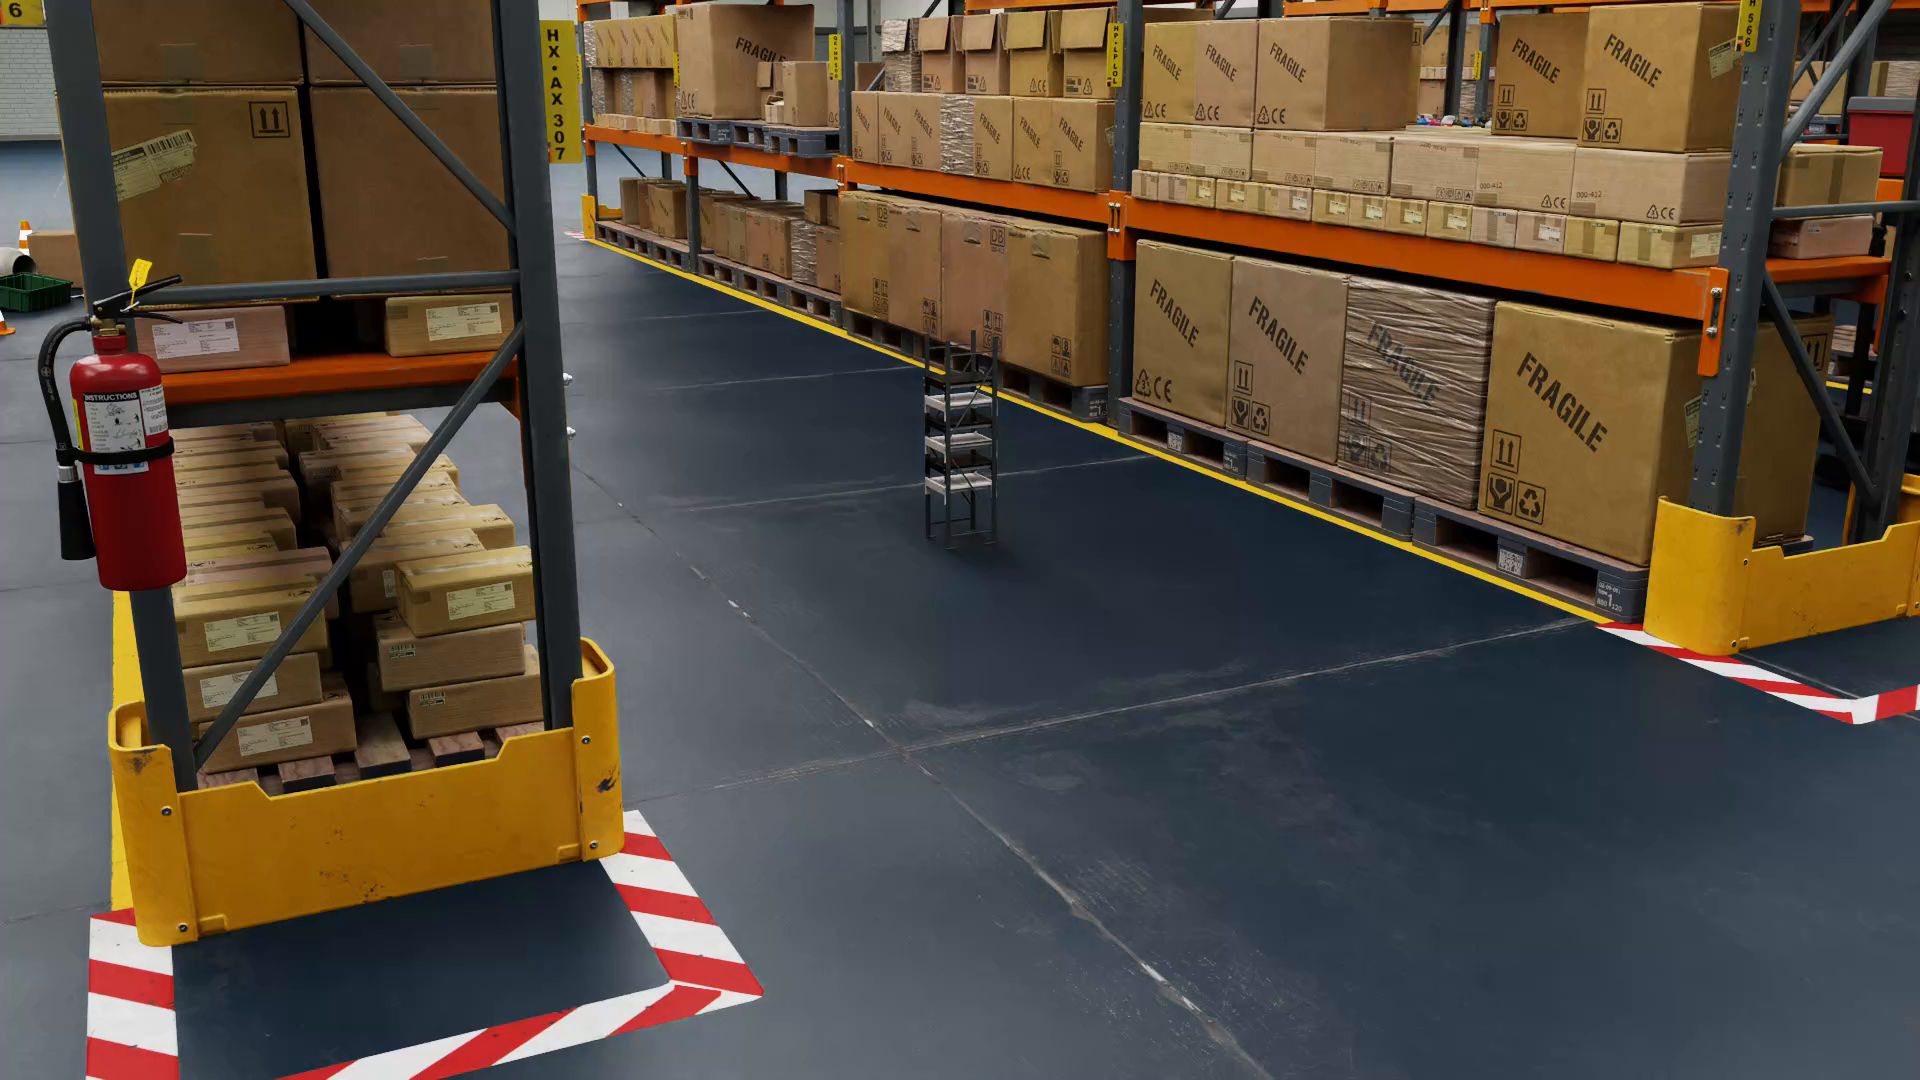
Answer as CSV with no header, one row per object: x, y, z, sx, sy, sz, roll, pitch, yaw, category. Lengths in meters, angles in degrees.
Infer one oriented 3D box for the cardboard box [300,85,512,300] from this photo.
-1.384,-0.908,4.255,0.500,0.500,0.500,-7,17,-22,cardboard box

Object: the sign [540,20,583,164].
-0.948,-1.054,3.915,0.100,0.325,0.005,-8,18,-25,sign

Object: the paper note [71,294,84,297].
-7.802,-2.178,14.783,0.142,0.020,0.147,7,17,23,paper note

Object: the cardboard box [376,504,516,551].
-1.584,0.008,5.114,0.380,0.149,0.250,-8,18,-25,cardboard box

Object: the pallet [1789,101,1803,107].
11.372,-5.618,21.738,1.003,0.211,1.213,-8,18,-25,pallet

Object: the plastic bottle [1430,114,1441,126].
4.016,-3.439,14.008,0.061,0.283,0.133,-8,18,-25,plastic bottle

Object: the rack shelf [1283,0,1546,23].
5.840,-6.910,21.757,1.077,0.370,4.000,-8,18,-25,rack shelf

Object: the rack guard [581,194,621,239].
-3.909,-3.893,19.911,1.175,0.500,0.348,-8,18,-25,rack guard

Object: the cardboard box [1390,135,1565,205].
2.171,-1.557,6.972,0.500,0.250,0.500,-8,18,-27,cardboard box

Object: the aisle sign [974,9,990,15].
0.215,-6.944,21.298,0.394,0.787,0.004,-8,18,-25,aisle sign

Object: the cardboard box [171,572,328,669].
-1.896,0.210,4.409,0.380,0.149,0.250,-7,18,-24,cardboard box

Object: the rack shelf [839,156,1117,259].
0.438,-2.288,11.090,1.077,0.370,4.000,-8,18,-25,rack shelf

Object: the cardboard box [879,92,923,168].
-0.242,-2.897,11.726,0.500,0.500,0.500,-8,18,-26,cardboard box

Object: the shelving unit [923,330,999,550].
0.004,-0.431,7.120,0.258,0.900,0.210,-8,18,-25,shelving unit

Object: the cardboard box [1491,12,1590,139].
2.648,-1.981,7.089,0.500,0.500,0.500,-8,18,-26,cardboard box

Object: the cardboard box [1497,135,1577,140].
2.649,-1.622,7.197,0.500,0.250,0.500,-8,18,-27,cardboard box

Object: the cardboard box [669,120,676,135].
-2.705,-4.151,16.733,0.380,0.149,0.250,-8,18,-25,cardboard box

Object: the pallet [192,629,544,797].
-1.793,0.544,4.973,1.003,0.211,1.213,-8,18,-25,pallet

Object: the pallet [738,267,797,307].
-1.309,-2.286,14.832,1.003,0.211,1.213,-8,18,-25,pallet

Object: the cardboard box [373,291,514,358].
-1.283,-0.571,4.258,0.380,0.149,0.250,-8,18,-25,cardboard box

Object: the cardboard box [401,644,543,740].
-1.378,0.428,4.728,0.380,0.149,0.250,-7,18,-24,cardboard box

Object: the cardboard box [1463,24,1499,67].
6.516,-6.099,20.532,0.700,0.500,0.500,-8,18,-25,cardboard box

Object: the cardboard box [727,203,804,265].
-1.749,-2.856,15.500,0.700,0.500,0.500,-8,18,-25,cardboard box

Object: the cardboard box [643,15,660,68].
-2.855,-4.995,16.687,0.500,0.500,0.500,-8,18,-25,cardboard box

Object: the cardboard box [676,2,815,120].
-1.968,-4.398,15.289,1.000,1.000,1.000,-8,18,-25,cardboard box

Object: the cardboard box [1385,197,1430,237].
2.052,-1.391,7.116,0.380,0.149,0.250,-8,18,-25,cardboard box

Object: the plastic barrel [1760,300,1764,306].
5.544,-2.067,12.057,0.600,0.901,0.708,-8,18,-25,plastic barrel

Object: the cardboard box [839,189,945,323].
-0.154,-2.137,12.349,1.225,0.875,0.875,-9,18,-27,cardboard box

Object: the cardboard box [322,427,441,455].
-2.161,-0.310,6.221,0.380,0.149,0.250,-8,18,-27,cardboard box

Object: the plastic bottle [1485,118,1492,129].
4.302,-3.283,13.487,0.097,0.271,0.097,0,16,0,plastic bottle

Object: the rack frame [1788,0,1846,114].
8.469,-4.326,16.888,1.000,3.000,0.127,-8,18,-25,rack frame

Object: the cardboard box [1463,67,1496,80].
6.405,-5.719,20.385,0.380,0.149,0.250,-8,18,-25,cardboard box

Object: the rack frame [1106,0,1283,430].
1.314,-2.138,9.263,1.000,3.000,0.127,-8,18,-25,rack frame

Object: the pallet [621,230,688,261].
-3.055,-3.247,18.181,1.003,0.211,1.213,-8,18,-25,pallet

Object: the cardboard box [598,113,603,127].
-3.940,-4.829,19.096,0.380,0.149,0.250,-8,18,-25,cardboard box

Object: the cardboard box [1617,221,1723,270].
2.615,-1.074,6.010,0.380,0.149,0.250,-7,18,-24,cardboard box

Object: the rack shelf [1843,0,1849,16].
9.345,-4.926,14.845,1.077,0.370,4.000,-8,18,-25,rack shelf

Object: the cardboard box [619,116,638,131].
-3.462,-4.510,17.983,0.380,0.149,0.250,-8,18,-25,cardboard box

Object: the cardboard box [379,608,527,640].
-1.504,0.218,4.921,0.380,0.149,0.250,-8,18,-25,cardboard box

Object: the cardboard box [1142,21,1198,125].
1.294,-2.420,8.618,0.500,0.500,0.500,-8,18,-25,cardboard box

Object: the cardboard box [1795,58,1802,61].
11.150,-6.357,22.841,0.500,0.500,0.500,-8,18,-26,cardboard box

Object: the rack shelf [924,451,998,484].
0.004,-0.312,7.154,0.258,0.077,0.200,-8,18,-25,rack shelf

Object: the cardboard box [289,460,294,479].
-2.672,-0.265,7.142,0.380,0.149,0.250,-7,17,-23,cardboard box

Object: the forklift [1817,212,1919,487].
4.880,-1.652,7.695,1.130,2.935,3.031,-6,17,-21,forklift

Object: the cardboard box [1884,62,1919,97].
9.075,-4.184,15.448,0.700,0.500,0.500,-4,17,-14,cardboard box

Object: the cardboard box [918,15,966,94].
0.151,-3.315,11.364,0.797,0.503,0.637,-7,18,-24,cardboard box

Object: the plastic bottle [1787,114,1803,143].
5.886,-2.849,11.831,0.144,0.351,0.185,-8,18,-25,plastic bottle

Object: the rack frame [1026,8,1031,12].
0.510,-5.712,21.717,1.000,3.000,0.127,-8,18,-25,rack frame

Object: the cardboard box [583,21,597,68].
-3.947,-5.616,18.849,0.500,0.500,0.500,-8,18,-25,cardboard box

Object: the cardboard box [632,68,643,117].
-3.011,-4.801,17.821,0.875,0.500,0.500,-8,18,-25,cardboard box

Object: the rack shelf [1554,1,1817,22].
10.292,-7.509,23.847,1.077,0.370,4.000,-8,18,-25,rack shelf

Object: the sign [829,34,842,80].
-0.922,-3.580,12.334,0.100,0.325,0.005,-8,18,-25,sign

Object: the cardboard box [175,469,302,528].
-2.422,-0.119,5.555,0.380,0.149,0.250,-8,18,-27,cardboard box

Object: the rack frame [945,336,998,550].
0.048,-0.405,7.032,0.240,0.900,0.006,-8,18,-25,rack frame

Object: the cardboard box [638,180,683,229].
-3.391,-3.813,18.870,0.500,0.500,0.500,-3,16,-10,cardboard box

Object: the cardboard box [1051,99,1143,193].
0.864,-2.269,9.538,0.500,0.500,0.500,-8,18,-25,cardboard box

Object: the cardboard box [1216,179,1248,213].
1.493,-1.708,8.221,0.380,0.149,0.250,-8,18,-26,cardboard box

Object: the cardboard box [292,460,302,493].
-2.480,-0.295,6.707,0.380,0.149,0.250,-7,18,-24,cardboard box

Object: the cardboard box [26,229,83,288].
-8.296,-2.608,15.428,0.500,0.500,0.500,-5,17,-15,cardboard box
